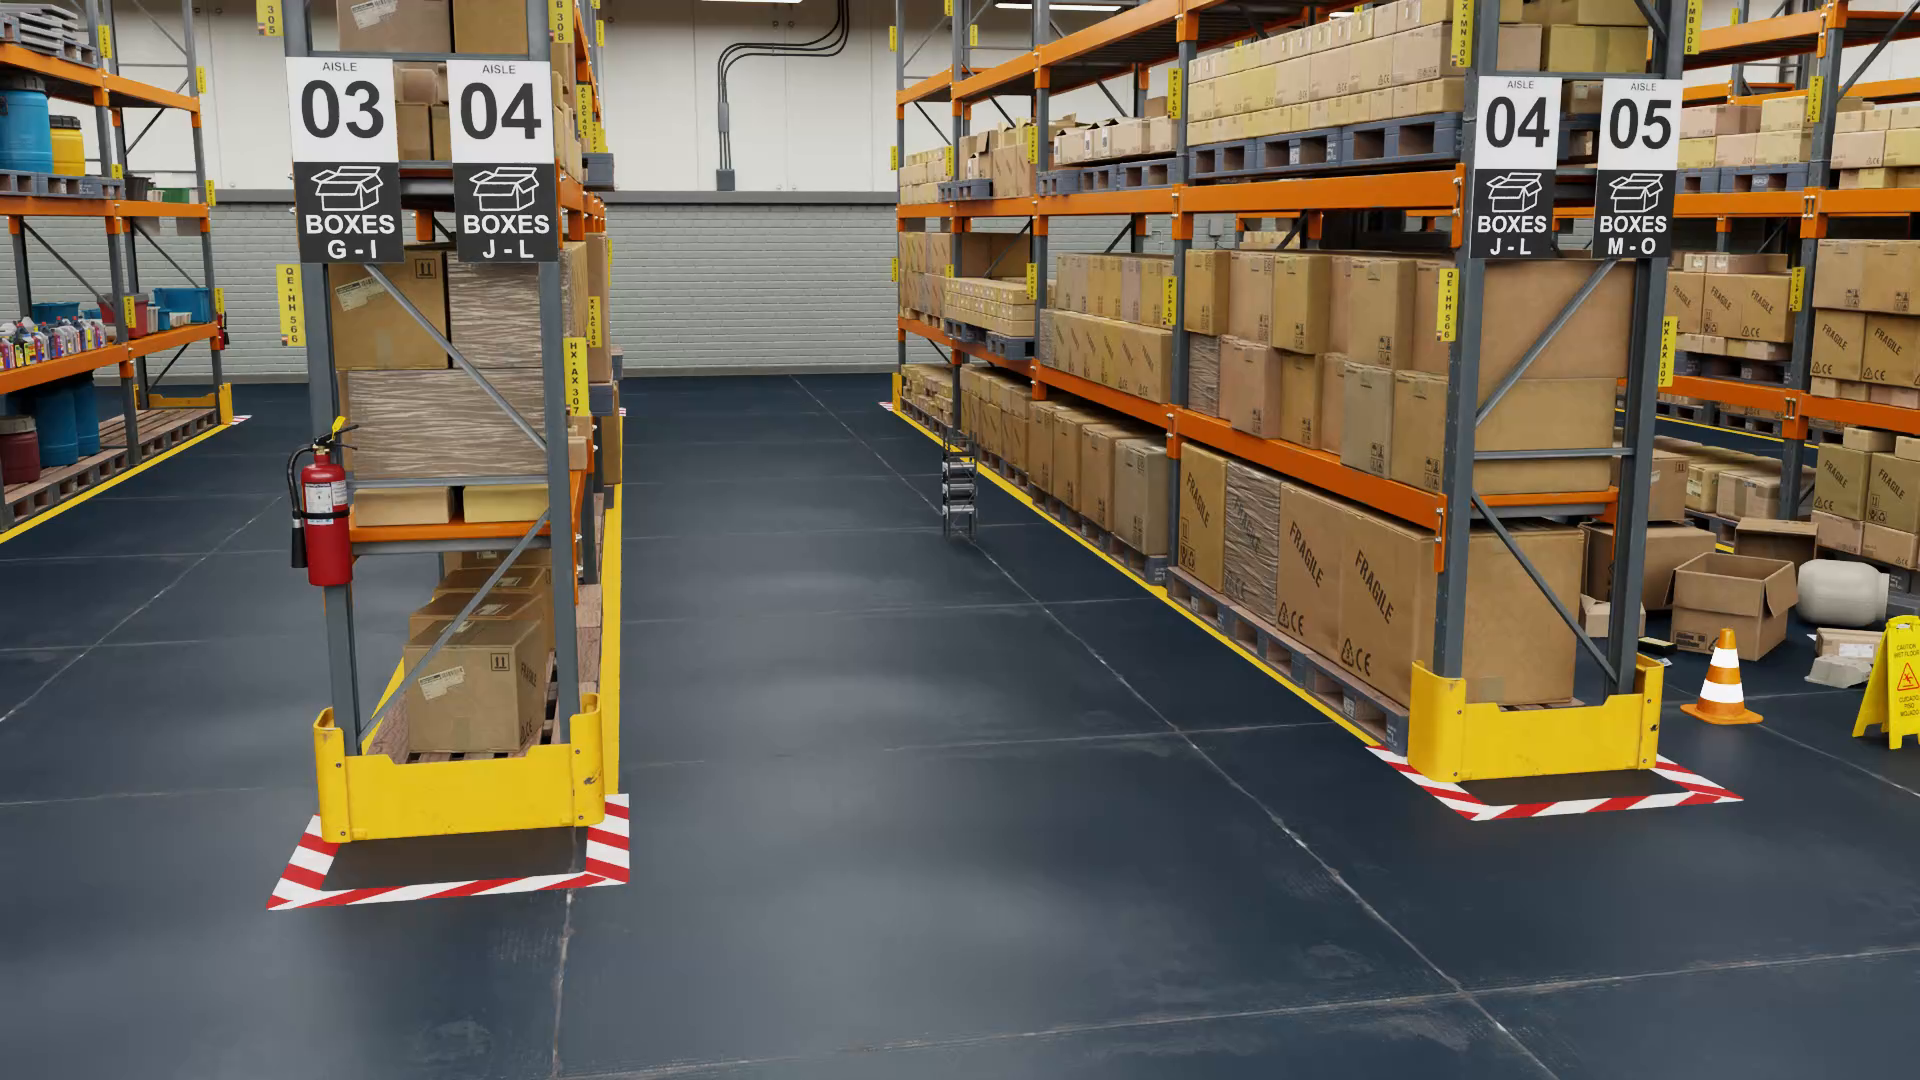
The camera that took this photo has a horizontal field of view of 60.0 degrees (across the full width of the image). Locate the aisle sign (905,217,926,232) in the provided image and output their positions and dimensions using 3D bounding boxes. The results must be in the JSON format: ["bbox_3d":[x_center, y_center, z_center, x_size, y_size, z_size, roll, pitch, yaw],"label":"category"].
[{"bbox_3d":[-0.671,-4.611,22.948,0.394,0.787,0.004,-2,11,-11],"label":"aisle sign"}]

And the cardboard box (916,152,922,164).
[{"bbox_3d":[-0.352,-4.866,21.213,0.380,0.149,0.250,-2,11,-9],"label":"cardboard box"}]

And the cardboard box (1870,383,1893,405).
[{"bbox_3d":[6.735,-1.044,11.833,0.380,0.149,0.250,-2,11,-11],"label":"cardboard box"}]

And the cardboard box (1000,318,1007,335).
[{"bbox_3d":[0.600,-2.067,16.081,0.380,0.149,0.250,-2,11,-11],"label":"cardboard box"}]

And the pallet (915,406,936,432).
[{"bbox_3d":[0.009,-1.574,21.403,1.003,0.211,1.213,-2,11,-11],"label":"pallet"}]

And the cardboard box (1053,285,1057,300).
[{"bbox_3d":[1.144,-2.474,16.631,0.380,0.149,0.250,-3,11,-13],"label":"cardboard box"}]

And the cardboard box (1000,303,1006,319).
[{"bbox_3d":[0.597,-2.216,16.072,0.380,0.149,0.250,-2,11,-9],"label":"cardboard box"}]

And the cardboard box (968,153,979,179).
[{"bbox_3d":[0.380,-4.065,18.124,0.500,0.311,0.500,-2,11,-12],"label":"cardboard box"}]

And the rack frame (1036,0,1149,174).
[{"bbox_3d":[1.193,-4.811,14.908,1.000,3.000,0.127,-2,11,-11],"label":"rack frame"}]

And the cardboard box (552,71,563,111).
[{"bbox_3d":[-1.918,-1.941,7.184,0.380,0.149,0.250,-2,11,-10],"label":"cardboard box"}]

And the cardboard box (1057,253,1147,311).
[{"bbox_3d":[1.271,-2.322,14.932,0.700,0.500,0.500,-2,11,-11],"label":"cardboard box"}]

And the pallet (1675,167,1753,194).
[{"bbox_3d":[6.587,-3.018,14.009,1.213,0.211,1.003,-2,11,-11],"label":"pallet"}]

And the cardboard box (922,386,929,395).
[{"bbox_3d":[-0.292,-1.988,21.825,0.380,0.149,0.250,-3,11,-14],"label":"cardboard box"}]

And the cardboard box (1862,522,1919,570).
[{"bbox_3d":[6.772,0.031,11.743,0.500,0.250,0.500,-1,11,-8],"label":"cardboard box"}]

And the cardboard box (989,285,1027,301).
[{"bbox_3d":[0.495,-2.456,16.534,0.380,0.149,0.250,-2,11,-9],"label":"cardboard box"}]

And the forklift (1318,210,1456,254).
[{"bbox_3d":[3.646,-1.410,13.266,3.031,2.935,1.130,9,14,39],"label":"forklift"}]

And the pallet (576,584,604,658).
[{"bbox_3d":[-2.749,0.523,10.385,1.003,0.211,1.213,-2,11,-11],"label":"pallet"}]

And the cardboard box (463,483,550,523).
[{"bbox_3d":[-1.957,-0.173,7.254,0.380,0.149,0.250,-2,11,-11],"label":"cardboard box"}]

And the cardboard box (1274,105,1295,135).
[{"bbox_3d":[2.004,-2.378,9.428,0.380,0.149,0.250,-2,11,-10],"label":"cardboard box"}]

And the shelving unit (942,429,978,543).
[{"bbox_3d":[-0.002,-0.444,13.620,0.258,0.900,0.210,-2,11,-11],"label":"shelving unit"}]

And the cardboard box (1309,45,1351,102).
[{"bbox_3d":[2.187,-2.462,8.802,0.500,0.250,0.500,-2,11,-11],"label":"cardboard box"}]

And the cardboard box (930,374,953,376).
[{"bbox_3d":[-0.176,-2.038,21.292,0.380,0.149,0.250,-2,11,-11],"label":"cardboard box"}]

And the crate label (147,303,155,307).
[{"bbox_3d":[-10.381,-2.880,21.091,0.416,0.233,0.303,-2,11,-11],"label":"crate label"}]

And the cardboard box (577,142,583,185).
[{"bbox_3d":[-2.569,-2.295,10.109,0.500,0.250,0.500,-2,11,-9],"label":"cardboard box"}]

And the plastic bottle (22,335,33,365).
[{"bbox_3d":[-8.474,-1.724,15.077,0.097,0.271,0.097,0,11,0],"label":"plastic bottle"}]

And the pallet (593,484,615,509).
[{"bbox_3d":[-3.771,-0.480,15.654,1.003,0.211,1.213,-2,11,-11],"label":"pallet"}]

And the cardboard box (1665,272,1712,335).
[{"bbox_3d":[6.300,-1.993,13.959,0.500,0.500,0.500,-2,11,-9],"label":"cardboard box"}]

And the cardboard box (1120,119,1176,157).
[{"bbox_3d":[1.515,-3.004,12.448,0.500,0.250,0.500,-2,11,-11],"label":"cardboard box"}]

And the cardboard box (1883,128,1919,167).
[{"bbox_3d":[6.733,-2.690,11.392,0.500,0.250,0.500,-2,11,-11],"label":"cardboard box"}]

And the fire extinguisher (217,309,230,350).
[{"bbox_3d":[-9.690,-2.813,21.656,0.296,0.674,0.183,-2,11,-11],"label":"fire extinguisher"}]

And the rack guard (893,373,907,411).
[{"bbox_3d":[-0.348,-2.090,23.339,1.175,0.500,0.348,-2,11,-11],"label":"rack guard"}]

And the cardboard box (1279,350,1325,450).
[{"bbox_3d":[2.375,-0.840,9.688,0.875,0.550,0.500,-2,11,-11],"label":"cardboard box"}]

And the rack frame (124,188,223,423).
[{"bbox_3d":[-10.106,-2.990,21.382,1.000,3.000,0.127,-2,11,-11],"label":"rack frame"}]

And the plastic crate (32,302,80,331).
[{"bbox_3d":[-9.754,-2.351,17.908,0.392,0.384,0.575,-2,11,-11],"label":"plastic crate"}]

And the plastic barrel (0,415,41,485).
[{"bbox_3d":[-8.882,-0.840,15.415,0.600,0.588,0.708,-2,11,-11],"label":"plastic barrel"}]

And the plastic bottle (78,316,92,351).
[{"bbox_3d":[-8.828,-2.075,16.708,0.144,0.351,0.185,-2,11,-11],"label":"plastic bottle"}]

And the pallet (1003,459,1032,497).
[{"bbox_3d":[1.043,-0.638,16.483,1.003,0.211,1.213,-2,11,-11],"label":"pallet"}]

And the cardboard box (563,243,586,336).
[{"bbox_3d":[-2.362,-1.399,9.289,0.500,0.500,0.500,-2,11,-11],"label":"cardboard box"}]

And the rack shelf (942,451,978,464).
[{"bbox_3d":[-0.002,-0.676,13.576,0.258,0.077,0.200,-2,11,-11],"label":"rack shelf"}]

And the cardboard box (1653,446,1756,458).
[{"bbox_3d":[6.422,-0.600,14.731,0.950,0.372,0.625,-2,11,-9],"label":"cardboard box"}]

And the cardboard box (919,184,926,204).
[{"bbox_3d":[-0.226,-4.354,20.929,0.500,0.250,0.500,-2,11,-11],"label":"cardboard box"}]

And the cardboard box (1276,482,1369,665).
[{"bbox_3d":[2.379,0.157,9.408,0.875,0.875,0.875,-2,11,-12],"label":"cardboard box"}]

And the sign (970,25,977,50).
[{"bbox_3d":[0.185,-6.832,22.601,0.100,0.325,0.005,-2,11,-11],"label":"sign"}]

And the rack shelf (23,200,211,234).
[{"bbox_3d":[-9.717,-3.743,19.241,1.077,0.370,4.000,-2,11,-11],"label":"rack shelf"}]

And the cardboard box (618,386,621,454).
[{"bbox_3d":[-4.151,-1.318,17.159,1.225,0.875,0.875,-3,11,-13],"label":"cardboard box"}]

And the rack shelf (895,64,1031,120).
[{"bbox_3d":[0.026,-5.557,20.758,1.077,0.370,4.000,-2,11,-11],"label":"rack shelf"}]

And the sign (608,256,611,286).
[{"bbox_3d":[-3.939,-2.988,18.486,0.100,0.325,0.005,-2,11,-11],"label":"sign"}]

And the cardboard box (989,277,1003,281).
[{"bbox_3d":[0.566,-2.893,19.812,0.500,0.500,0.500,-2,11,-12],"label":"cardboard box"}]

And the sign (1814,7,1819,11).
[{"bbox_3d":[10.662,-6.483,20.767,0.100,0.325,0.005,-2,11,-11],"label":"sign"}]

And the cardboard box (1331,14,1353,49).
[{"bbox_3d":[2.154,-2.630,8.618,0.380,0.149,0.250,-2,11,-11],"label":"cardboard box"}]

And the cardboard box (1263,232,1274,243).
[{"bbox_3d":[4.398,-4.169,22.901,0.380,0.149,0.250,-2,11,-13],"label":"cardboard box"}]

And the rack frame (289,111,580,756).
[{"bbox_3d":[-2.136,-0.235,6.910,1.000,3.000,0.127,-2,11,-11],"label":"rack frame"}]

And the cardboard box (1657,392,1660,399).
[{"bbox_3d":[9.697,-2.225,22.929,0.700,0.500,0.500,-3,11,-13],"label":"cardboard box"}]
